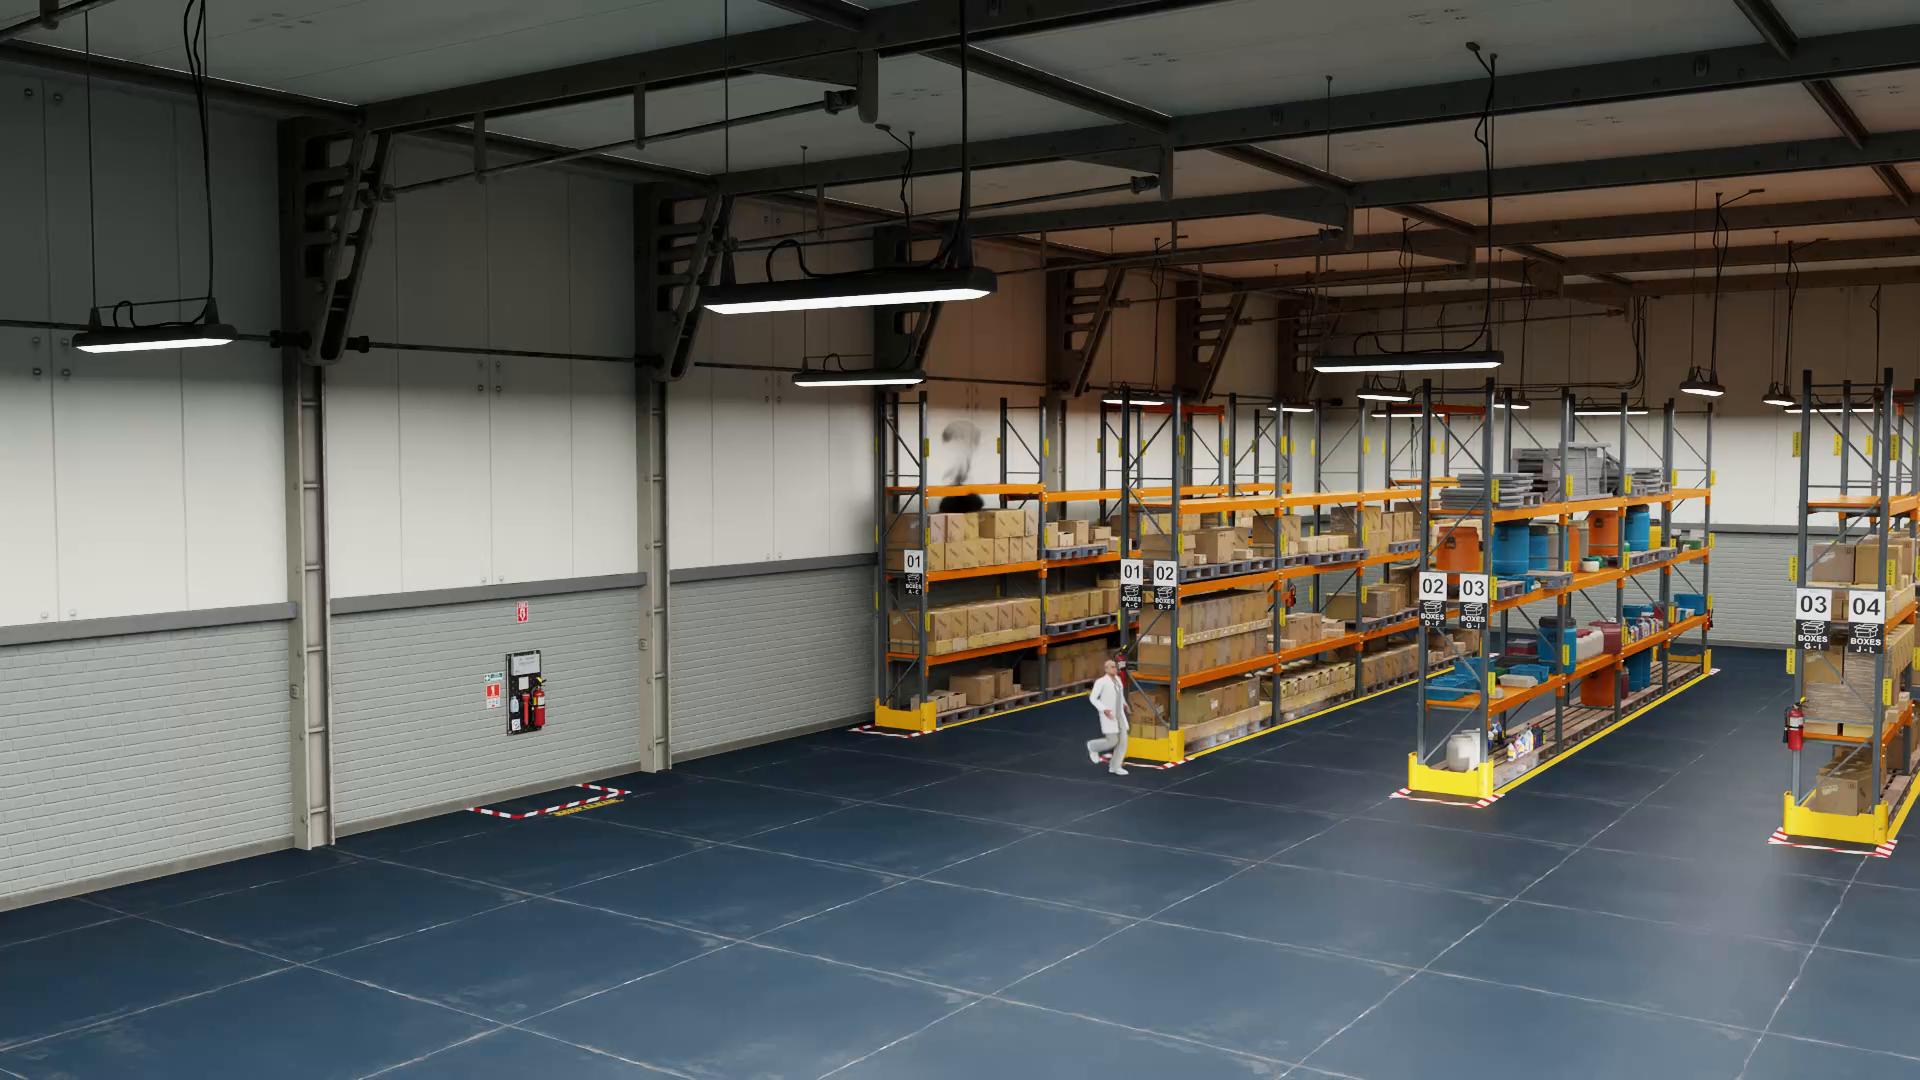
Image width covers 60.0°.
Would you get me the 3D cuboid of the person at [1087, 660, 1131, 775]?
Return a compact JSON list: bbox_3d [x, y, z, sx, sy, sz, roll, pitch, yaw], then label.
[{"bbox_3d":[2.304,2.718,25.597,0.725,1.740,0.773,-3,4,-40],"label":"person"}]
